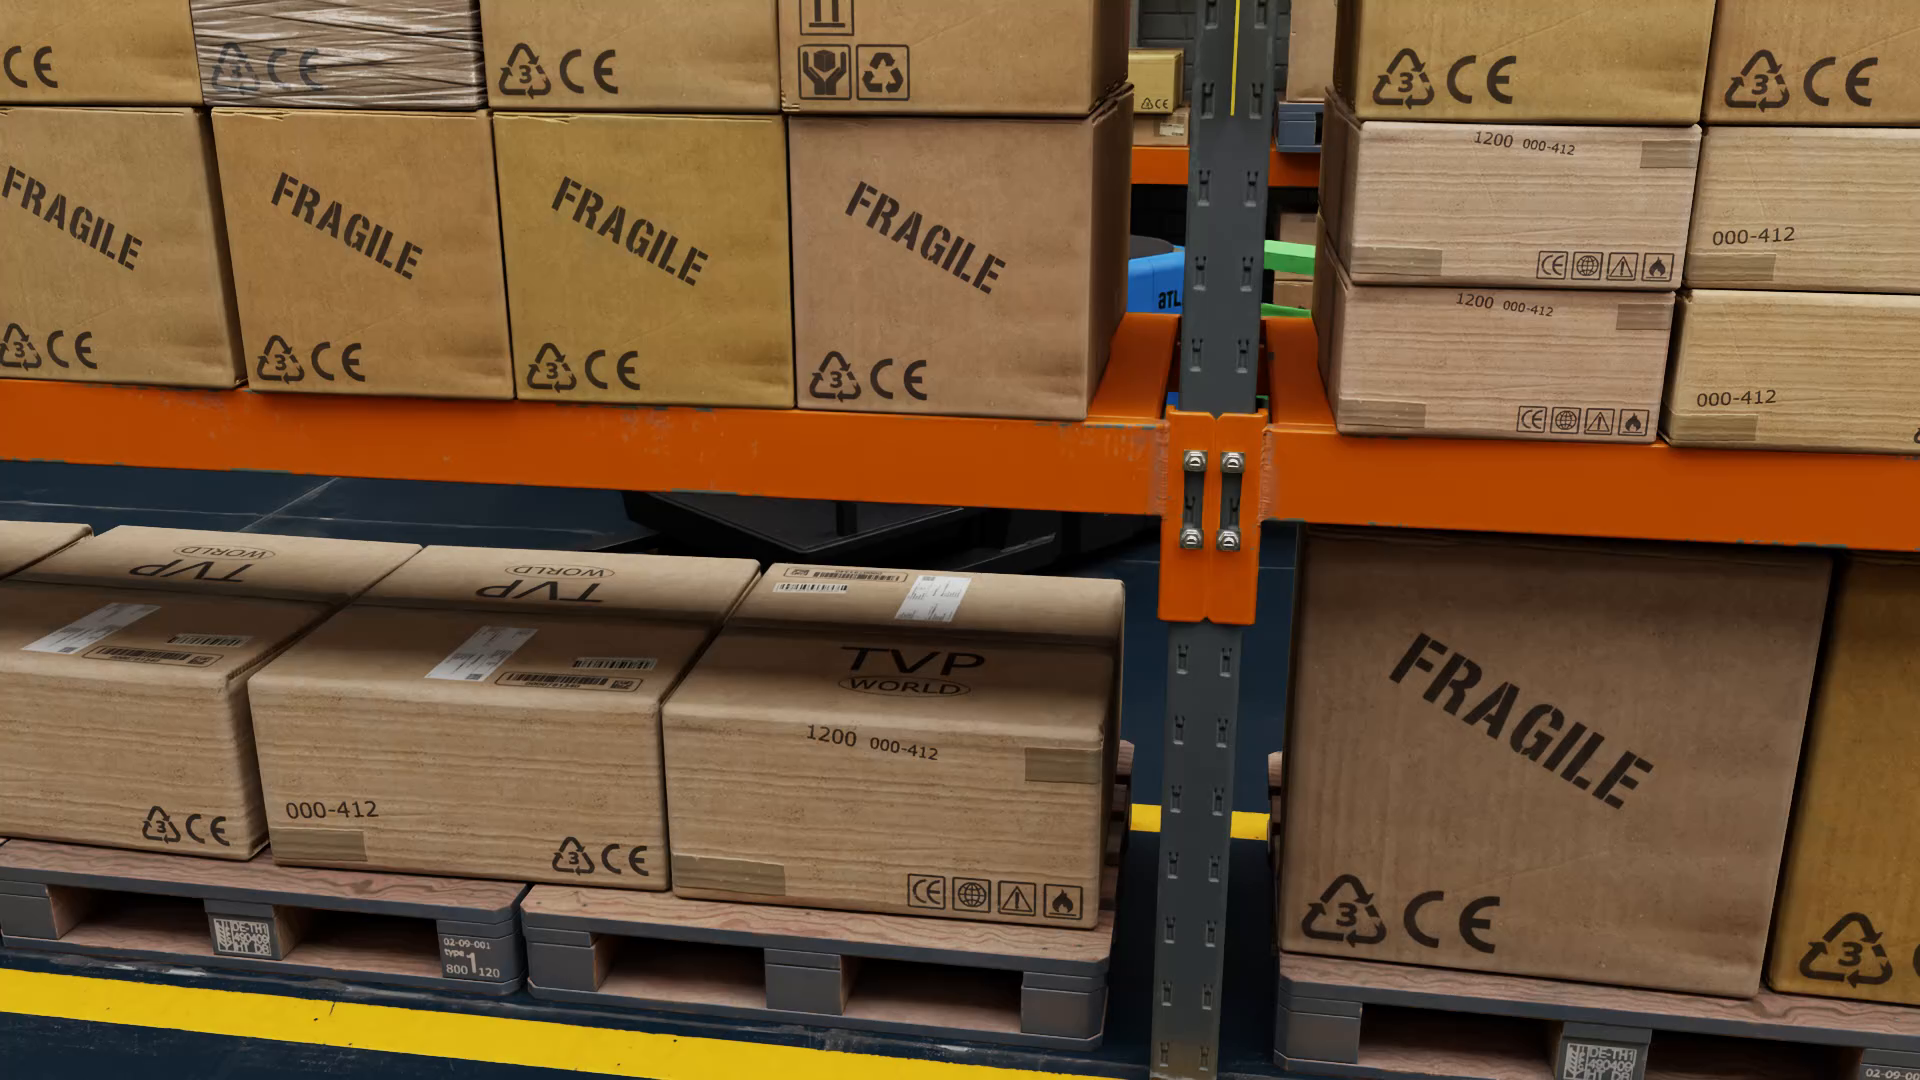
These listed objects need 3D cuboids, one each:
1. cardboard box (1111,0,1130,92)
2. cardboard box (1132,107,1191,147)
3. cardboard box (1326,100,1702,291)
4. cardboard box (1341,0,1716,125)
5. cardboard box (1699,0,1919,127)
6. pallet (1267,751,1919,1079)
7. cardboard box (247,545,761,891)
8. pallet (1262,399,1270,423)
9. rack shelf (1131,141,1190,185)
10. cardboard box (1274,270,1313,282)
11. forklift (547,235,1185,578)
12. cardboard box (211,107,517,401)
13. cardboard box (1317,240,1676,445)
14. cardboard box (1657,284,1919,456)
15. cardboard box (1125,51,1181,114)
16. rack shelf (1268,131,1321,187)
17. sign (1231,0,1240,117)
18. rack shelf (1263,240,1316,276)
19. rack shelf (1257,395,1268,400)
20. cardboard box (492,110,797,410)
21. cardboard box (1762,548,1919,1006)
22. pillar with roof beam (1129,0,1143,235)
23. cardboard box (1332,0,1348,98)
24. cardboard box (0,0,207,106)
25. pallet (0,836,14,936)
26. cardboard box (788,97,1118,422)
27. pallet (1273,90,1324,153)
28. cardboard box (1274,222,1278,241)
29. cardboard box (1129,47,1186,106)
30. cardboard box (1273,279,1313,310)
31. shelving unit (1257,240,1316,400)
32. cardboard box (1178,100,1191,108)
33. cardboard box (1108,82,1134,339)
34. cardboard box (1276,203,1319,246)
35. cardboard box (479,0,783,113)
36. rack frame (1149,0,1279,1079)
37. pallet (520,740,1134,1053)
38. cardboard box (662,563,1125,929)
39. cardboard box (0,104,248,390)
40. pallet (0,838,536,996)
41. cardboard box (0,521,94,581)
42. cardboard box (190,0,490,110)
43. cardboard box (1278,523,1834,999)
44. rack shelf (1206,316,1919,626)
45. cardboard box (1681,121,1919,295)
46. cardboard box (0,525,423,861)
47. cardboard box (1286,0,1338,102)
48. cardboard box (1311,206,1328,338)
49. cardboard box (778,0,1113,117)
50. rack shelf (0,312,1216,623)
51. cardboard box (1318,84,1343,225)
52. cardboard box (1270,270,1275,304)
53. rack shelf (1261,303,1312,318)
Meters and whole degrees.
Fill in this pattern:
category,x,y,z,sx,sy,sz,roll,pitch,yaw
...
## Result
category,x,y,z,sx,sy,sz,roll,pitch,yaw
cardboard box,0.073,-1.155,3.295,0.500,0.500,0.500,3,19,9
cardboard box,0.933,-1.907,7.671,0.250,0.149,0.380,3,19,9
cardboard box,0.894,-0.589,2.786,0.500,0.250,0.500,2,19,7
cardboard box,0.894,-0.943,2.661,0.500,0.500,0.500,3,19,9
cardboard box,1.400,-0.926,2.611,0.500,0.500,0.500,3,19,8
pallet,1.278,0.804,3.568,1.213,0.211,1.003,3,19,9
cardboard box,-0.982,0.372,3.840,0.875,0.438,0.875,2,19,7
pallet,2.097,-0.738,8.175,1.213,0.211,1.003,3,19,9
rack shelf,-0.686,-1.849,8.234,4.000,0.370,1.077,3,19,9
cardboard box,1.600,-1.309,7.743,0.250,0.149,0.380,4,19,11
forklift,-0.499,-1.239,5.386,3.031,2.935,1.130,-16,25,-40
cardboard box,-1.001,-0.569,3.120,0.500,0.500,0.500,3,19,8
cardboard box,0.897,-0.358,2.882,0.500,0.250,0.500,2,19,7
cardboard box,1.408,-0.332,2.805,0.500,0.250,0.500,2,19,7
cardboard box,0.747,-2.108,7.644,0.500,0.250,0.500,3,19,10
rack shelf,3.263,-1.647,7.633,4.000,0.370,1.077,3,19,9
sign,0.418,-0.808,2.502,0.005,0.325,0.100,3,19,9
rack shelf,1.187,-1.014,6.133,0.480,0.148,0.258,17,25,42
rack shelf,1.187,-0.559,6.285,0.480,0.148,0.258,17,25,42
cardboard box,-0.503,-0.549,3.058,0.500,0.500,0.500,2,19,7
cardboard box,2.023,0.324,3.295,0.875,0.875,0.875,3,19,10
pillar with roof beam,0.061,-3.903,3.785,0.400,9.000,9.100,3,19,9
cardboard box,0.986,-1.112,3.165,0.500,0.500,0.500,4,19,10
cardboard box,-1.503,-1.071,3.044,0.500,0.500,0.500,3,19,9
pallet,-2.643,0.603,4.168,1.213,0.211,1.003,3,19,9
cardboard box,0.006,-0.525,2.986,0.500,0.500,0.500,3,19,9
pallet,2.060,-1.924,7.628,1.213,0.211,1.003,3,19,9
cardboard box,1.697,-1.482,8.261,0.250,0.149,0.380,2,19,6
cardboard box,0.842,-2.269,8.123,0.500,0.250,0.500,3,19,8
cardboard box,1.730,-1.008,7.866,0.500,0.500,0.500,4,19,11
shelving unit,1.187,-0.620,6.265,0.503,1.200,0.258,17,25,42
cardboard box,1.000,-2.073,8.166,0.250,0.149,0.380,3,19,9
cardboard box,0.083,-0.687,3.471,0.500,0.500,0.500,4,19,10
cardboard box,1.610,-1.469,7.753,0.250,0.149,0.380,3,19,8
cardboard box,-0.505,-1.021,2.893,0.500,0.500,0.500,3,19,8
rack frame,0.505,-0.534,3.171,0.127,3.000,1.000,3,19,9
pallet,-0.234,0.726,3.801,1.213,0.211,1.003,3,19,9
cardboard box,-0.098,0.417,3.706,0.875,0.438,0.875,3,19,8
cardboard box,-1.516,-0.601,3.213,0.500,0.500,0.500,4,19,10
pallet,-1.442,0.665,3.983,1.213,0.211,1.003,3,19,9
cardboard box,-2.777,0.283,4.107,0.875,0.438,0.875,2,19,7
cardboard box,-1.009,-1.043,2.961,0.500,0.500,0.500,3,19,9
cardboard box,1.130,0.281,3.423,0.875,0.875,0.875,4,19,10
rack shelf,2.479,-0.092,2.985,4.000,0.370,1.077,3,19,9
cardboard box,1.414,-0.572,2.733,0.500,0.250,0.500,3,19,10
cardboard box,-1.872,0.326,3.977,0.875,0.438,0.875,3,19,10
cardboard box,1.730,-2.241,7.455,0.500,0.500,0.700,3,19,10
cardboard box,0.988,-0.519,3.364,0.500,0.250,0.500,2,19,7
cardboard box,-0.005,-0.993,2.809,0.500,0.500,0.500,3,19,8
rack shelf,-1.470,-0.293,3.586,4.000,0.370,1.077,3,19,9
cardboard box,0.979,-0.754,3.277,0.500,0.250,0.500,3,19,9
cardboard box,1.820,-1.171,8.353,0.500,0.500,0.500,3,19,8
rack shelf,1.187,-0.787,6.209,0.480,0.148,0.258,17,25,42
